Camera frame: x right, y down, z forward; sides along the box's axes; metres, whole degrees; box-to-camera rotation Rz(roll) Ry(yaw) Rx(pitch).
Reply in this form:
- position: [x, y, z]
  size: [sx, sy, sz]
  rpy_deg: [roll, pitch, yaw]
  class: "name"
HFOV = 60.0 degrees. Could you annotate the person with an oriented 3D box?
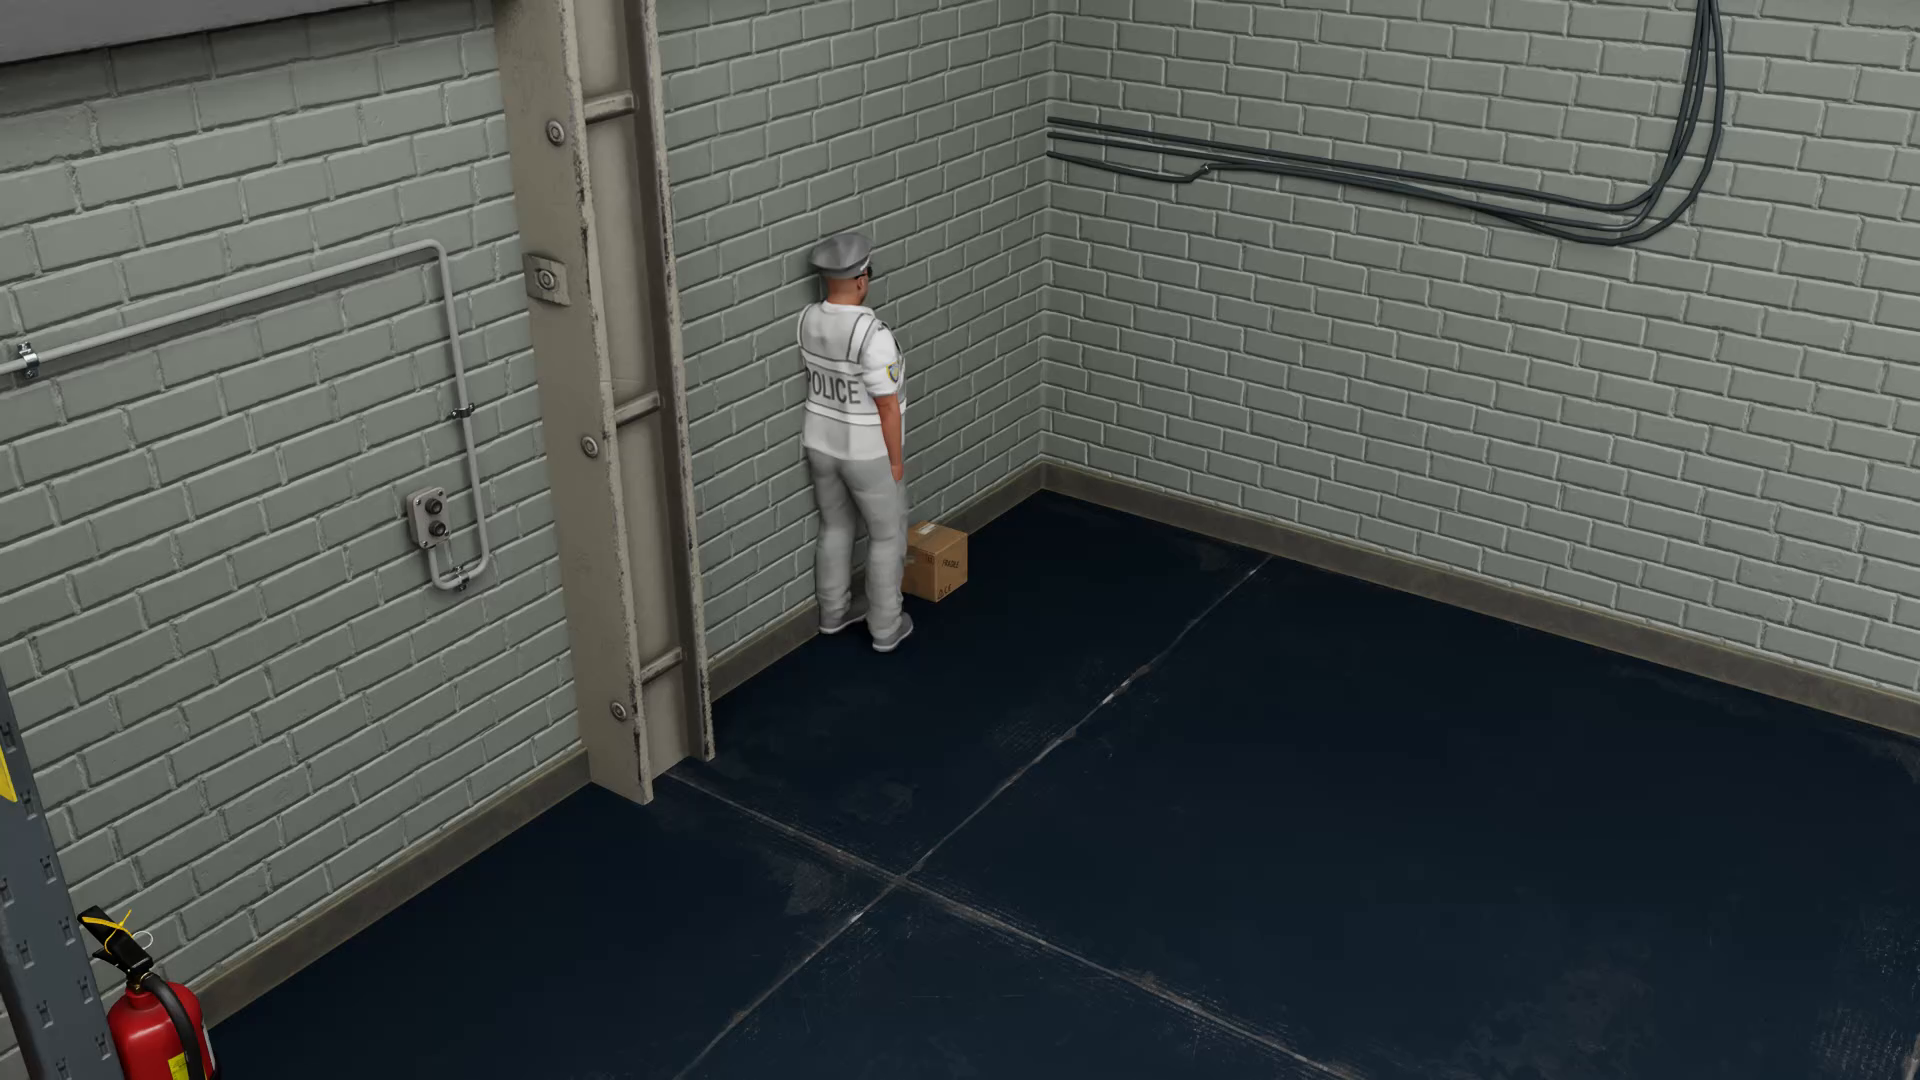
- position: [-0.438, -0.396, 6.884]
  size: [0.532, 1.768, 0.394]
  rpy_deg: [18, 32, 32]
  class: "person"
